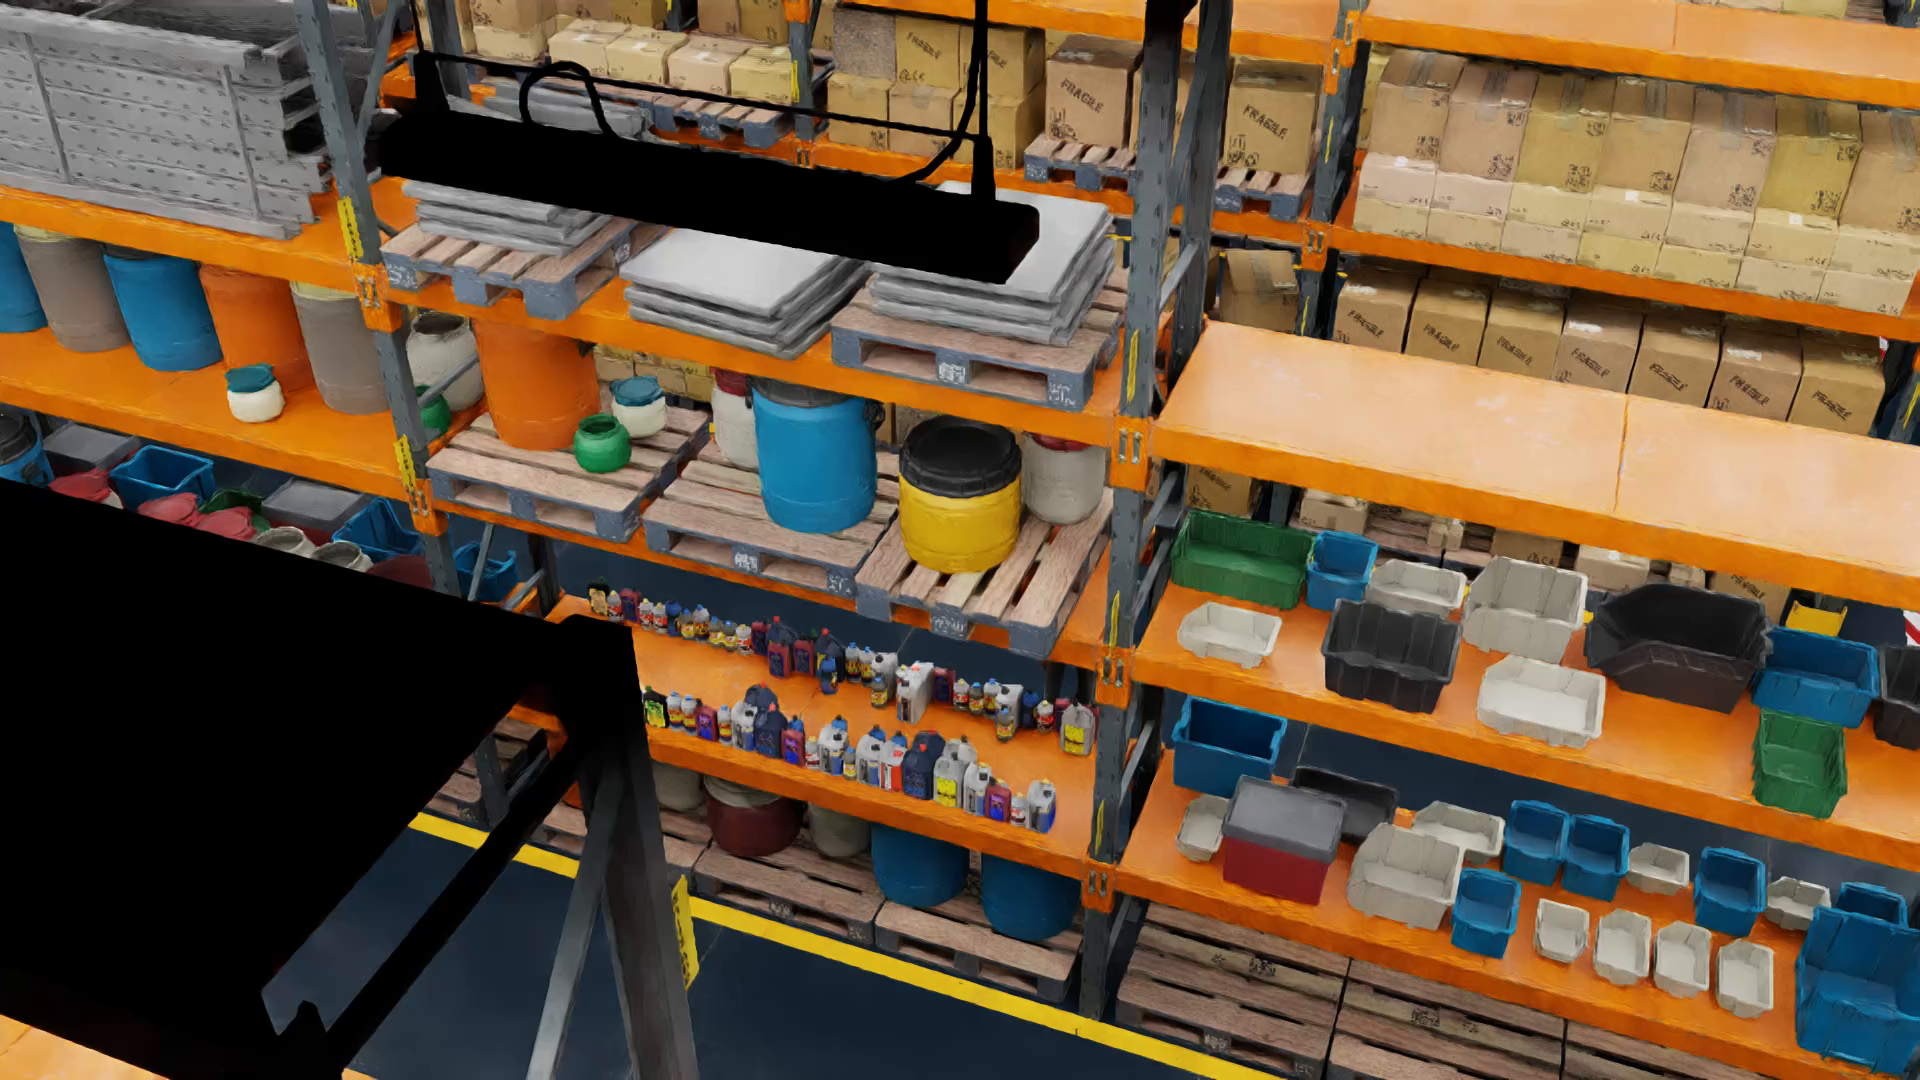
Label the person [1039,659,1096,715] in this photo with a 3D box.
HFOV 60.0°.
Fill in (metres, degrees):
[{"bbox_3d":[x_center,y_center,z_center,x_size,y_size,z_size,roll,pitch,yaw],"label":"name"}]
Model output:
[{"bbox_3d":[0.738,0.732,11.040,0.465,1.599,0.401,-6,37,-8],"label":"person"}]
